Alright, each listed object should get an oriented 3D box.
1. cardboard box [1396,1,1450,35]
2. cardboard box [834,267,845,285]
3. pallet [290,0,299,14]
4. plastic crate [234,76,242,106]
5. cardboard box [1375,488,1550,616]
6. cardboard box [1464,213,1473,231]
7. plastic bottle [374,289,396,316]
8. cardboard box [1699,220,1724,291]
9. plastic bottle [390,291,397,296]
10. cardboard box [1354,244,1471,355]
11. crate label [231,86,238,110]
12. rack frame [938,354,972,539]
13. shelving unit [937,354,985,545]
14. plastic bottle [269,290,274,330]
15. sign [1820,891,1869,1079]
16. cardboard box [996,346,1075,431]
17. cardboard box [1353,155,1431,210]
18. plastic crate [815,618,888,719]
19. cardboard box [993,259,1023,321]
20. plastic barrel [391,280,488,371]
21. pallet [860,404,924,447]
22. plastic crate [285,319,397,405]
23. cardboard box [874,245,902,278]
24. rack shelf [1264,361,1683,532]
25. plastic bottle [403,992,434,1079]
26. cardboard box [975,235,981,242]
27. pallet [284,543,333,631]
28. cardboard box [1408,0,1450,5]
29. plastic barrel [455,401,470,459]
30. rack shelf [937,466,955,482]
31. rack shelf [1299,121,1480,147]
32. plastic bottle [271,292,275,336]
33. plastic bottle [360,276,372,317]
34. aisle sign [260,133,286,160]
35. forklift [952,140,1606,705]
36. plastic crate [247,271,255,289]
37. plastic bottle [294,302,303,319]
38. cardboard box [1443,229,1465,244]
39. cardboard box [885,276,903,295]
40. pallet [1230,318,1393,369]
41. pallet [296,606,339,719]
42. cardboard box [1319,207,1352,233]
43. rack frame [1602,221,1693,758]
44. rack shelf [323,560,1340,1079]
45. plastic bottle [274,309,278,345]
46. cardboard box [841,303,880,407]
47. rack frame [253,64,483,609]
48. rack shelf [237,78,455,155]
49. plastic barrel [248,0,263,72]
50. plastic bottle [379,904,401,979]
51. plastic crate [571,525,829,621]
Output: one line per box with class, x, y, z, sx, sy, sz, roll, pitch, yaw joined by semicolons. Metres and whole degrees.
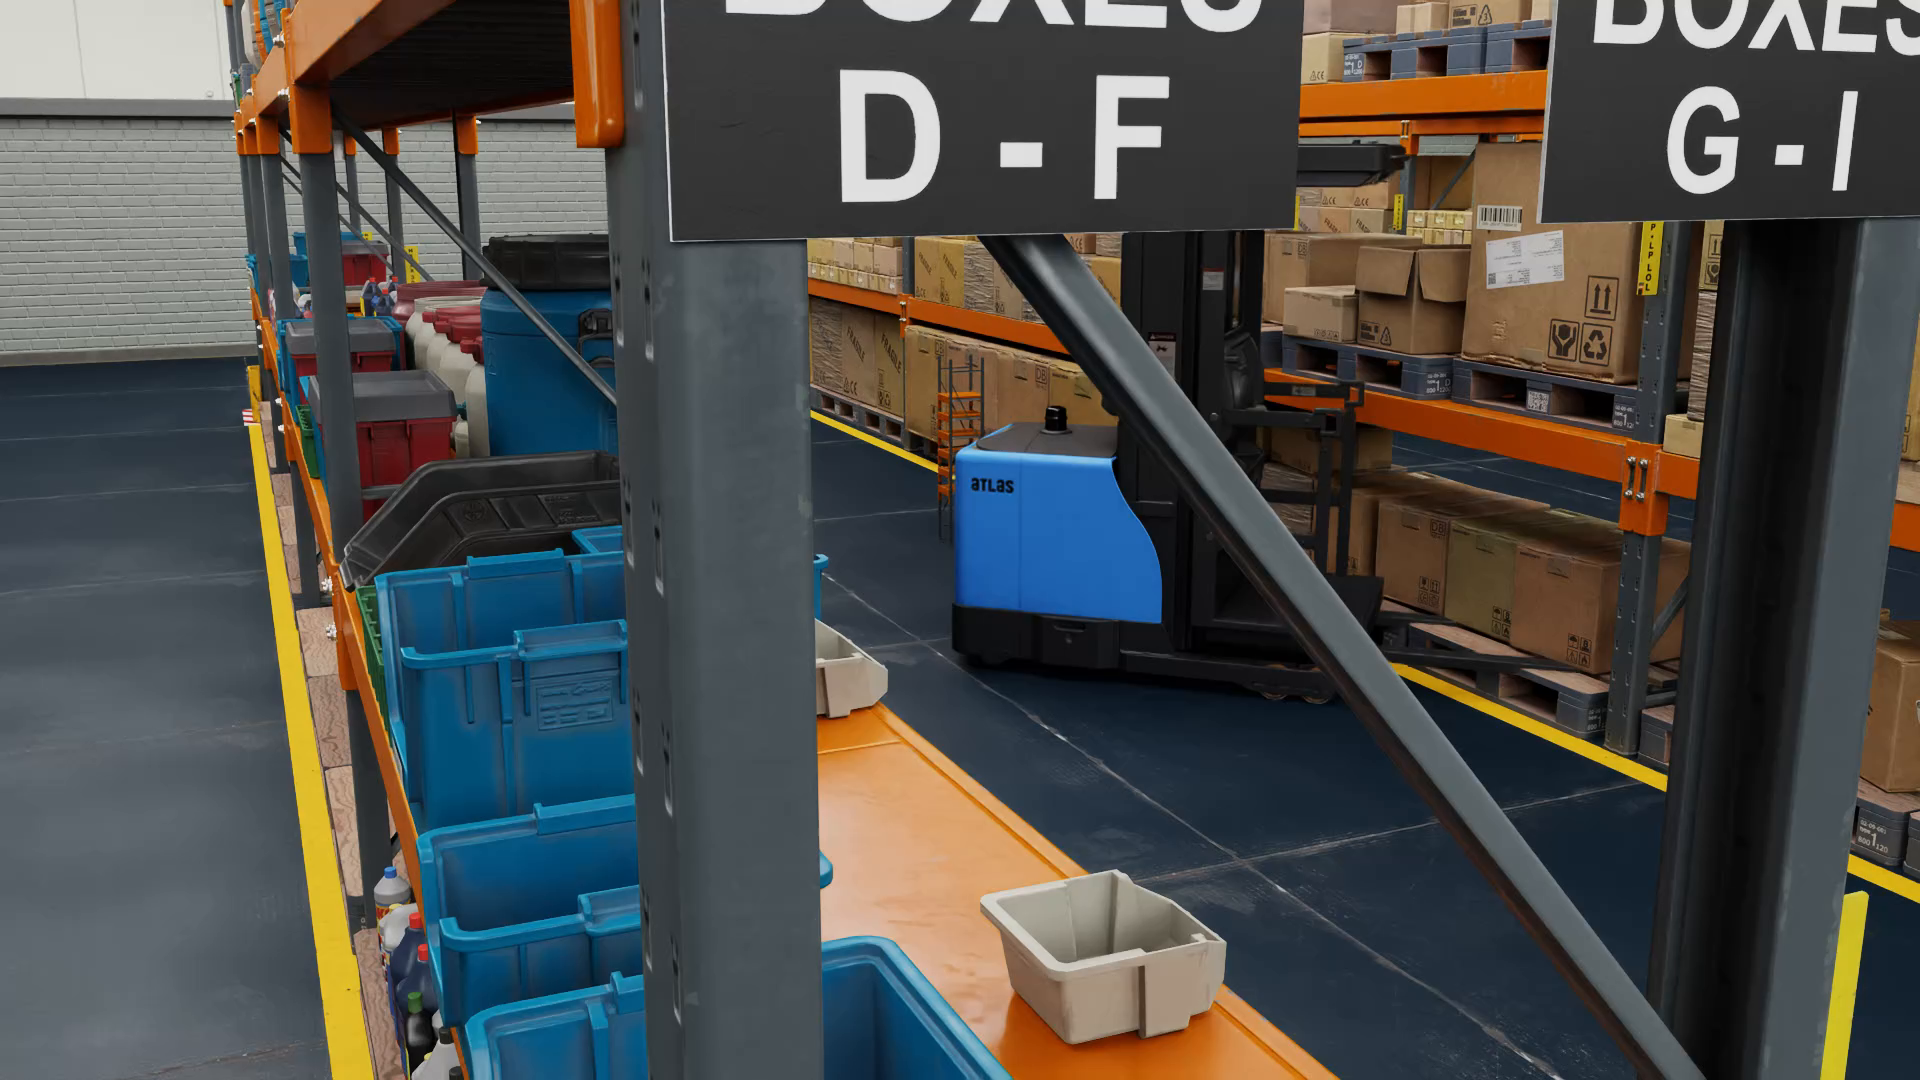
cardboard box;2.363;-2.539;8.124;0.380;0.166;0.250;-6;14;-25
cardboard box;-0.936;-2.438;15.309;0.380;0.149;0.250;-6;14;-24
pallet;-0.953;-1.391;3.992;1.213;0.211;1.003;-6;14;-23
plastic crate;-4.983;-3.233;12.002;0.450;0.188;0.662;-6;14;-23
cardboard box;2.582;0.050;8.569;0.700;0.500;0.500;-7;15;-28
cardboard box;4.638;-2.776;14.518;0.380;0.149;0.250;-6;14;-24
plastic bottle;-3.513;-1.361;10.206;0.144;0.351;0.185;-6;14;-23
cardboard box;3.154;-1.174;6.190;0.500;0.500;0.500;-6;14;-23
plastic bottle;-3.734;-1.522;11.069;0.152;0.276;0.135;-6;14;-23
cardboard box;2.427;-1.214;8.301;0.797;0.503;0.637;-4;14;-17
crate label;-6.065;-3.810;14.356;0.408;0.251;0.502;-6;14;-23
rack frame;-0.031;-0.600;10.803;0.240;1.200;0.006;-6;14;-23
shelving unit;0.006;-0.582;10.722;0.258;1.200;0.189;-6;14;-23
plastic bottle;-4.554;-1.548;11.182;0.152;0.276;0.135;-6;14;-23
sign;0.776;0.481;1.524;0.100;0.325;0.005;-6;14;-23
cardboard box;0.997;-0.934;12.034;1.225;0.875;0.875;-6;14;-23
cardboard box;4.151;-3.442;15.991;0.500;0.500;0.500;-6;14;-25
plastic crate;-0.449;0.280;3.594;0.530;0.136;0.437;-6;14;-23
cardboard box;0.571;-1.879;12.115;0.500;0.500;0.500;-5;14;-22
plastic barrel;-2.471;-0.986;8.175;0.600;0.536;0.708;-6;14;-23
pallet;-0.231;-1.067;15.013;1.003;0.211;1.213;-6;14;-23
plastic crate;-2.567;-0.658;6.917;0.402;0.464;0.583;-6;14;-23
cardboard box;-0.416;-2.401;14.265;0.500;0.250;0.500;-6;14;-24
rack shelf;2.405;-0.672;8.715;1.077;0.370;4.000;-6;14;-23
plastic bottle;-1.285;1.229;3.957;0.061;0.283;0.133;-5;14;-20
cardboard box;0.529;-2.525;12.681;0.797;0.503;0.637;-5;14;-22
pallet;-3.288;0.212;9.488;1.003;0.211;1.213;-6;14;-23
cardboard box;2.424;-2.904;8.783;0.500;0.500;0.500;-5;14;-22
plastic barrel;-1.722;-0.381;6.172;0.301;0.262;0.301;0;13;0
rack shelf;0.006;-0.421;10.759;0.258;0.103;0.180;-6;14;-23
rack shelf;3.786;-4.213;17.363;1.077;0.370;4.000;-6;14;-23
plastic bottle;-4.425;-1.460;10.783;0.061;0.283;0.133;-6;14;-23
plastic bottle;-4.001;-1.617;11.313;0.144;0.351;0.185;-6;14;-23
aisle sign;-6.440;-3.895;15.282;0.394;0.787;0.004;-6;14;-23
forklift;1.536;-0.809;7.864;3.031;2.935;1.130;4;14;18
plastic crate;-6.017;-2.247;14.377;0.250;0.136;0.298;-6;14;-23
plastic bottle;-3.971;-1.282;9.865;0.144;0.351;0.185;-6;14;-23
cardboard box;4.532;-2.686;14.790;0.380;0.149;0.250;-5;14;-22
cardboard box;-0.421;-2.173;14.162;0.380;0.149;0.250;-6;14;-23
pallet;1.987;-1.204;9.846;1.213;0.211;1.003;-6;14;-23
pallet;-2.660;0.534;8.094;1.003;0.211;1.213;-6;14;-23
cardboard box;3.927;-3.064;16.576;0.500;0.500;0.500;-6;14;-25
rack frame;3.206;-0.609;6.848;1.000;3.000;0.127;-6;14;-23
rack shelf;-0.531;0.602;3.211;1.077;0.370;4.000;-6;14;-23
plastic bottle;-4.215;-1.356;10.361;0.097;0.271;0.097;0;13;0
cardboard box;-0.550;-1.761;15.605;0.875;0.875;0.875;-6;14;-23
rack frame;-2.934;-0.988;8.486;1.000;3.000;0.127;-6;14;-23
rack shelf;-3.735;-2.512;10.014;1.077;0.370;4.000;-6;14;-23
plastic barrel;-2.804;-2.504;7.273;0.600;0.901;0.600;0;13;0
plastic bottle;-1.565;1.114;4.635;0.097;0.201;0.097;0;13;0
plastic crate;-0.640;0.115;4.050;0.499;0.251;0.616;-6;14;-23
